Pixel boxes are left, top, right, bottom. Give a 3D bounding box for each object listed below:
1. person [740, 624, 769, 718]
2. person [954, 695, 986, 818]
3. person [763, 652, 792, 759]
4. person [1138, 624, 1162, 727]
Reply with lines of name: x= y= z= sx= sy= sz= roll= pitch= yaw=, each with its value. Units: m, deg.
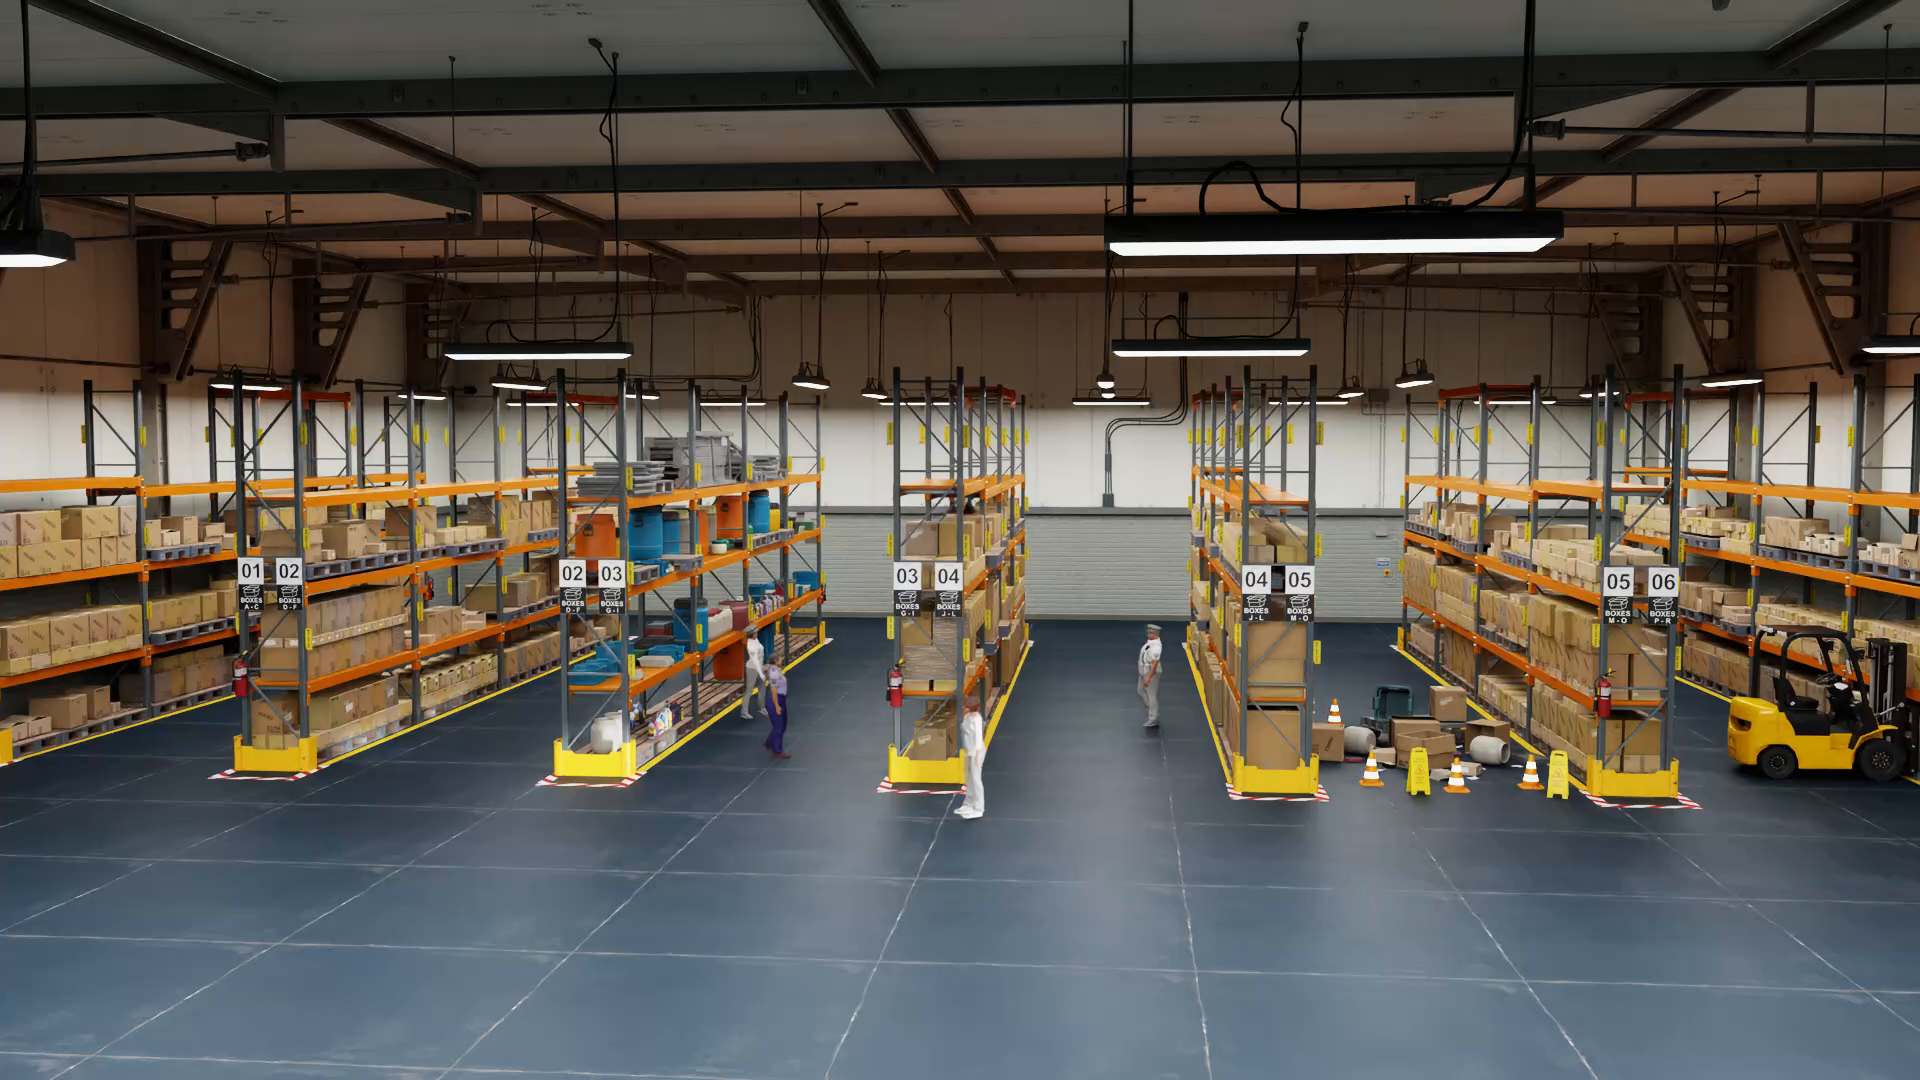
person: x=-3.619 y=2.336 z=29.623 sx=0.517 sy=1.716 sz=0.616 roll=1 pitch=4 yaw=11
person: x=0.138 y=2.834 z=21.898 sx=0.386 sy=1.599 sz=0.454 roll=-1 pitch=4 yaw=-20
person: x=-2.860 y=2.578 z=26.025 sx=0.462 sy=1.669 sz=0.545 roll=0 pitch=4 yaw=-2
person: x=3.301 y=2.347 z=28.871 sx=0.438 sy=1.792 sz=0.641 roll=-1 pitch=4 yaw=-12
